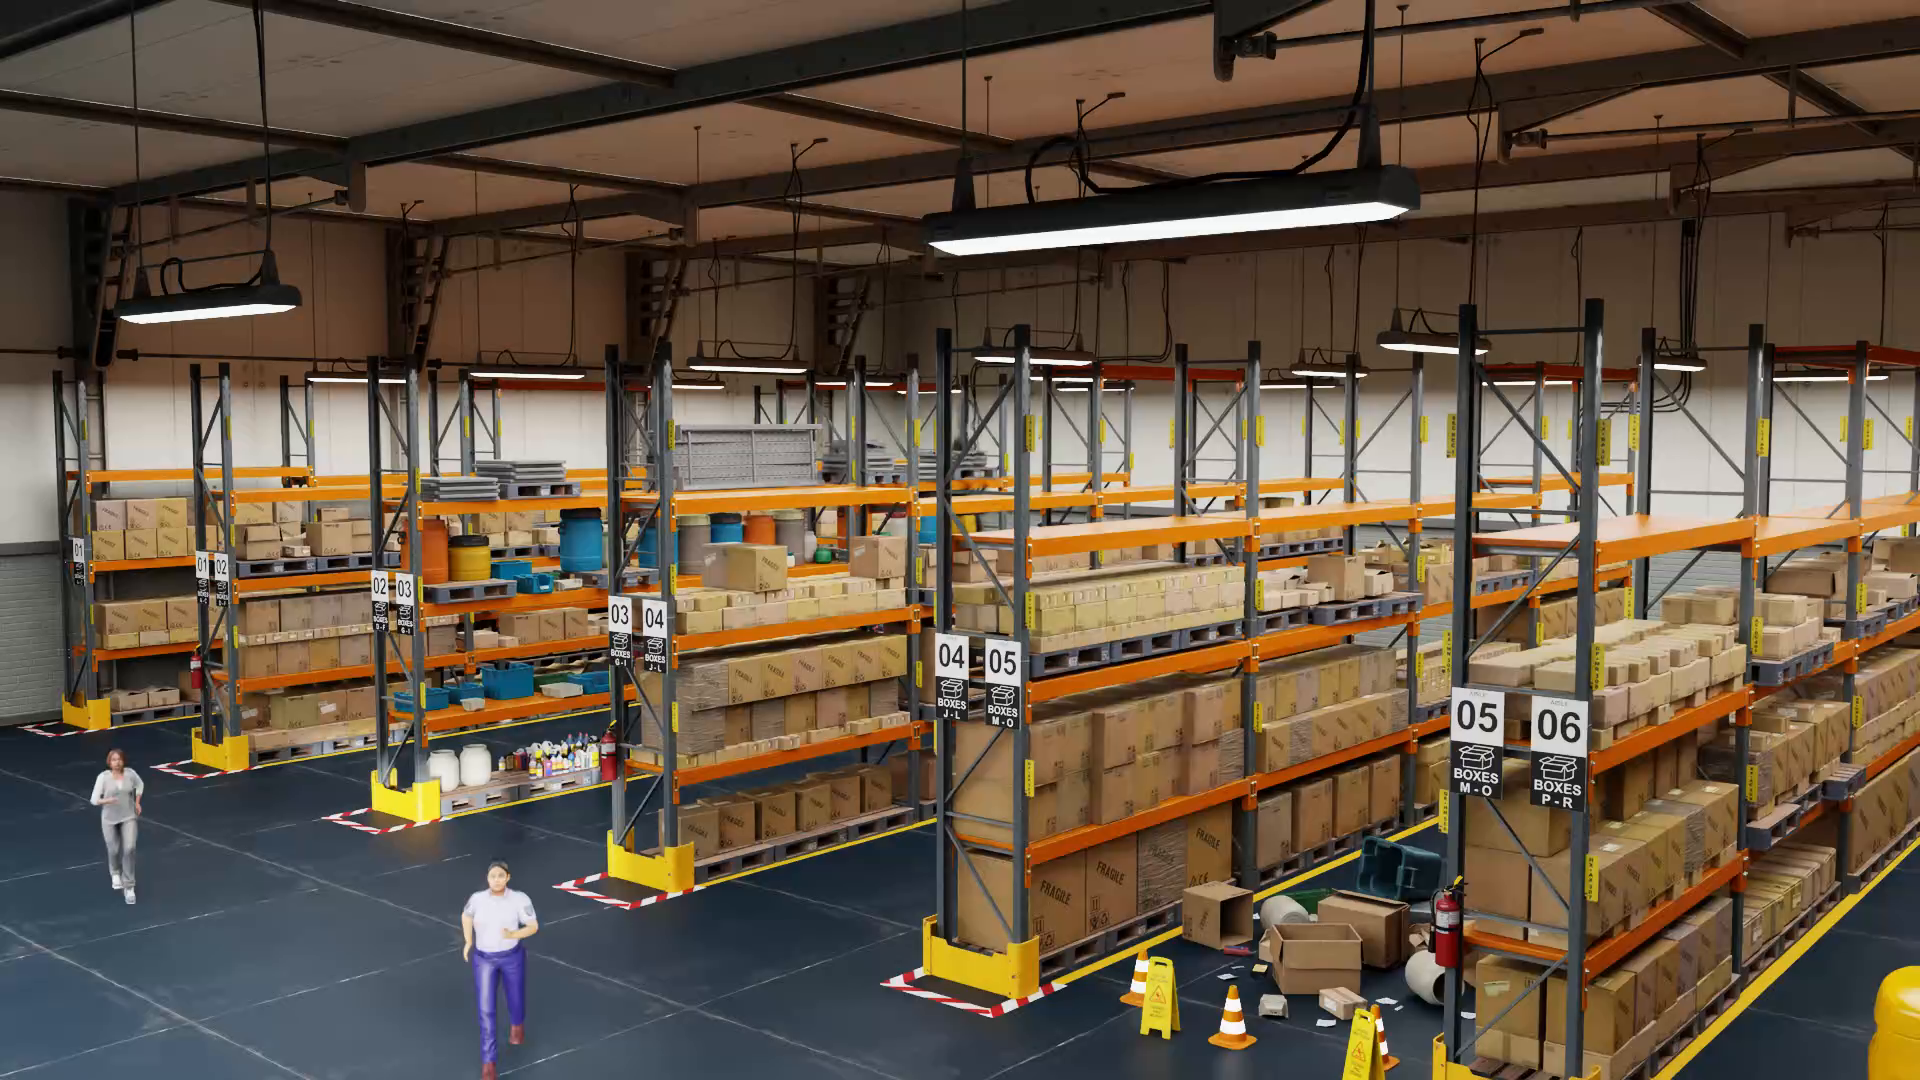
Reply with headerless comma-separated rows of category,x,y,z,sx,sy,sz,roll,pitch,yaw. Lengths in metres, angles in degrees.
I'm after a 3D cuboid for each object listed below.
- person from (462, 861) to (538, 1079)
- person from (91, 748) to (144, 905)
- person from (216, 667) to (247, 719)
person,-3.671,3.369,13.259,0.608,1.630,0.908,-1,4,-11
person,-9.073,3.052,17.938,0.526,1.623,0.783,-2,5,-30
person,-11.605,2.386,26.653,0.700,1.693,0.583,2,5,25
